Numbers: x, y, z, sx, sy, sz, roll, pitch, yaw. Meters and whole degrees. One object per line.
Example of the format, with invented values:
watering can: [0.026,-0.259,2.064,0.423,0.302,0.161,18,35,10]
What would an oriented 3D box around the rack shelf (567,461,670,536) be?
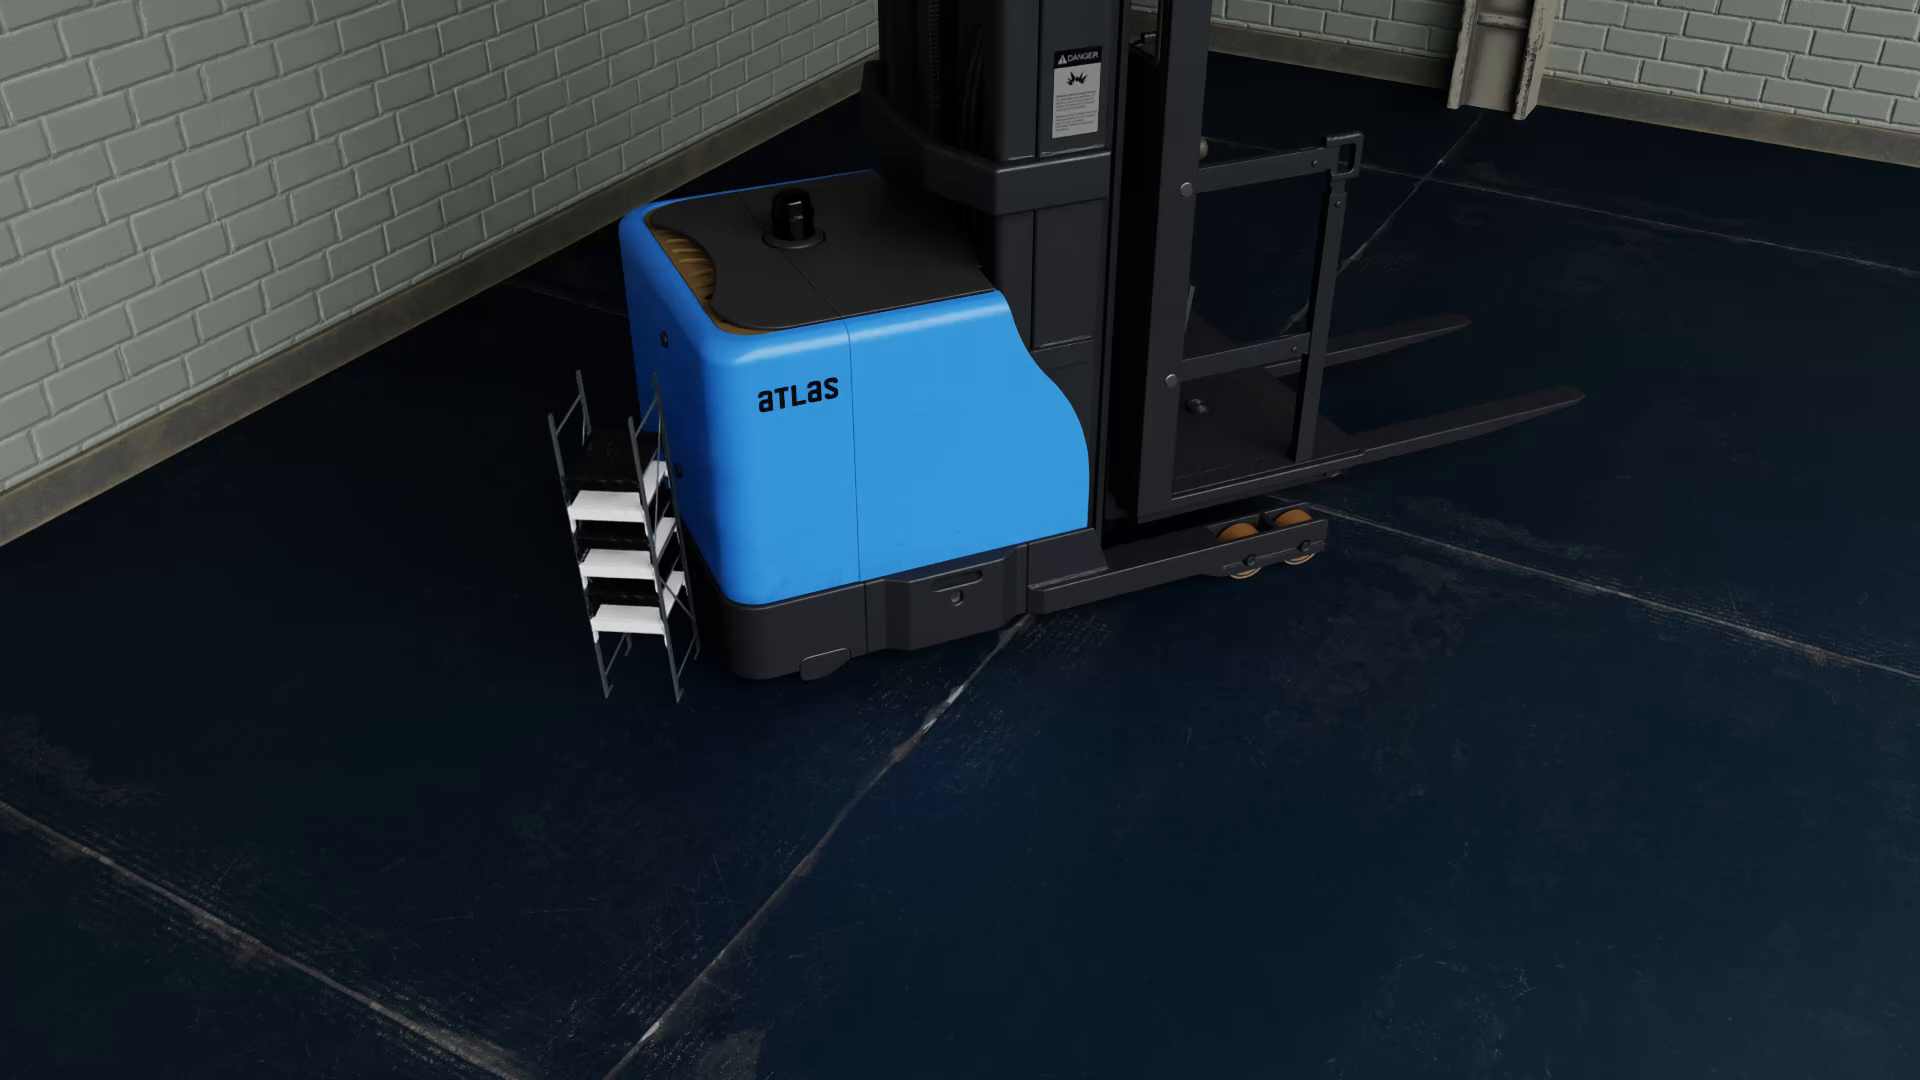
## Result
rack shelf: [-0.883,-0.117,4.338,0.200,0.077,0.258,2,35,7]

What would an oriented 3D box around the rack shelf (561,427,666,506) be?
rack shelf: [-0.886,-0.191,4.287,0.200,0.077,0.258,2,35,7]

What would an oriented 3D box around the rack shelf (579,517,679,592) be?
rack shelf: [-0.876,0.031,4.441,0.200,0.077,0.258,2,35,7]

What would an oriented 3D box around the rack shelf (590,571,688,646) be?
rack shelf: [-0.870,0.179,4.543,0.200,0.077,0.258,2,35,7]

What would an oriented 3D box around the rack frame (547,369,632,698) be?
rack frame: [-0.978,-0.001,4.434,0.006,0.900,0.240,2,35,7]

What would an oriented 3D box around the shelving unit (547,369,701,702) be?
shelving unit: [-0.878,0.003,4.422,0.210,0.900,0.258,2,35,7]

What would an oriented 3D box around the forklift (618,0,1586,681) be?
forklift: [0.578,-1.357,4.644,3.031,2.935,1.130,-13,36,-19]

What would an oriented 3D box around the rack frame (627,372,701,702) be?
rack frame: [-0.777,0.008,4.409,0.006,0.900,0.240,2,35,7]

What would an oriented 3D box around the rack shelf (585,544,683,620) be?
rack shelf: [-0.873,0.105,4.492,0.200,0.077,0.258,2,35,7]

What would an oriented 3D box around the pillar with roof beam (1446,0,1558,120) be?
pillar with roof beam: [0.630,-3.937,3.043,0.400,9.000,9.100,18,37,24]

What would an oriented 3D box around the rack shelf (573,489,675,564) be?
rack shelf: [-0.880,-0.043,4.389,0.200,0.077,0.258,2,35,7]
